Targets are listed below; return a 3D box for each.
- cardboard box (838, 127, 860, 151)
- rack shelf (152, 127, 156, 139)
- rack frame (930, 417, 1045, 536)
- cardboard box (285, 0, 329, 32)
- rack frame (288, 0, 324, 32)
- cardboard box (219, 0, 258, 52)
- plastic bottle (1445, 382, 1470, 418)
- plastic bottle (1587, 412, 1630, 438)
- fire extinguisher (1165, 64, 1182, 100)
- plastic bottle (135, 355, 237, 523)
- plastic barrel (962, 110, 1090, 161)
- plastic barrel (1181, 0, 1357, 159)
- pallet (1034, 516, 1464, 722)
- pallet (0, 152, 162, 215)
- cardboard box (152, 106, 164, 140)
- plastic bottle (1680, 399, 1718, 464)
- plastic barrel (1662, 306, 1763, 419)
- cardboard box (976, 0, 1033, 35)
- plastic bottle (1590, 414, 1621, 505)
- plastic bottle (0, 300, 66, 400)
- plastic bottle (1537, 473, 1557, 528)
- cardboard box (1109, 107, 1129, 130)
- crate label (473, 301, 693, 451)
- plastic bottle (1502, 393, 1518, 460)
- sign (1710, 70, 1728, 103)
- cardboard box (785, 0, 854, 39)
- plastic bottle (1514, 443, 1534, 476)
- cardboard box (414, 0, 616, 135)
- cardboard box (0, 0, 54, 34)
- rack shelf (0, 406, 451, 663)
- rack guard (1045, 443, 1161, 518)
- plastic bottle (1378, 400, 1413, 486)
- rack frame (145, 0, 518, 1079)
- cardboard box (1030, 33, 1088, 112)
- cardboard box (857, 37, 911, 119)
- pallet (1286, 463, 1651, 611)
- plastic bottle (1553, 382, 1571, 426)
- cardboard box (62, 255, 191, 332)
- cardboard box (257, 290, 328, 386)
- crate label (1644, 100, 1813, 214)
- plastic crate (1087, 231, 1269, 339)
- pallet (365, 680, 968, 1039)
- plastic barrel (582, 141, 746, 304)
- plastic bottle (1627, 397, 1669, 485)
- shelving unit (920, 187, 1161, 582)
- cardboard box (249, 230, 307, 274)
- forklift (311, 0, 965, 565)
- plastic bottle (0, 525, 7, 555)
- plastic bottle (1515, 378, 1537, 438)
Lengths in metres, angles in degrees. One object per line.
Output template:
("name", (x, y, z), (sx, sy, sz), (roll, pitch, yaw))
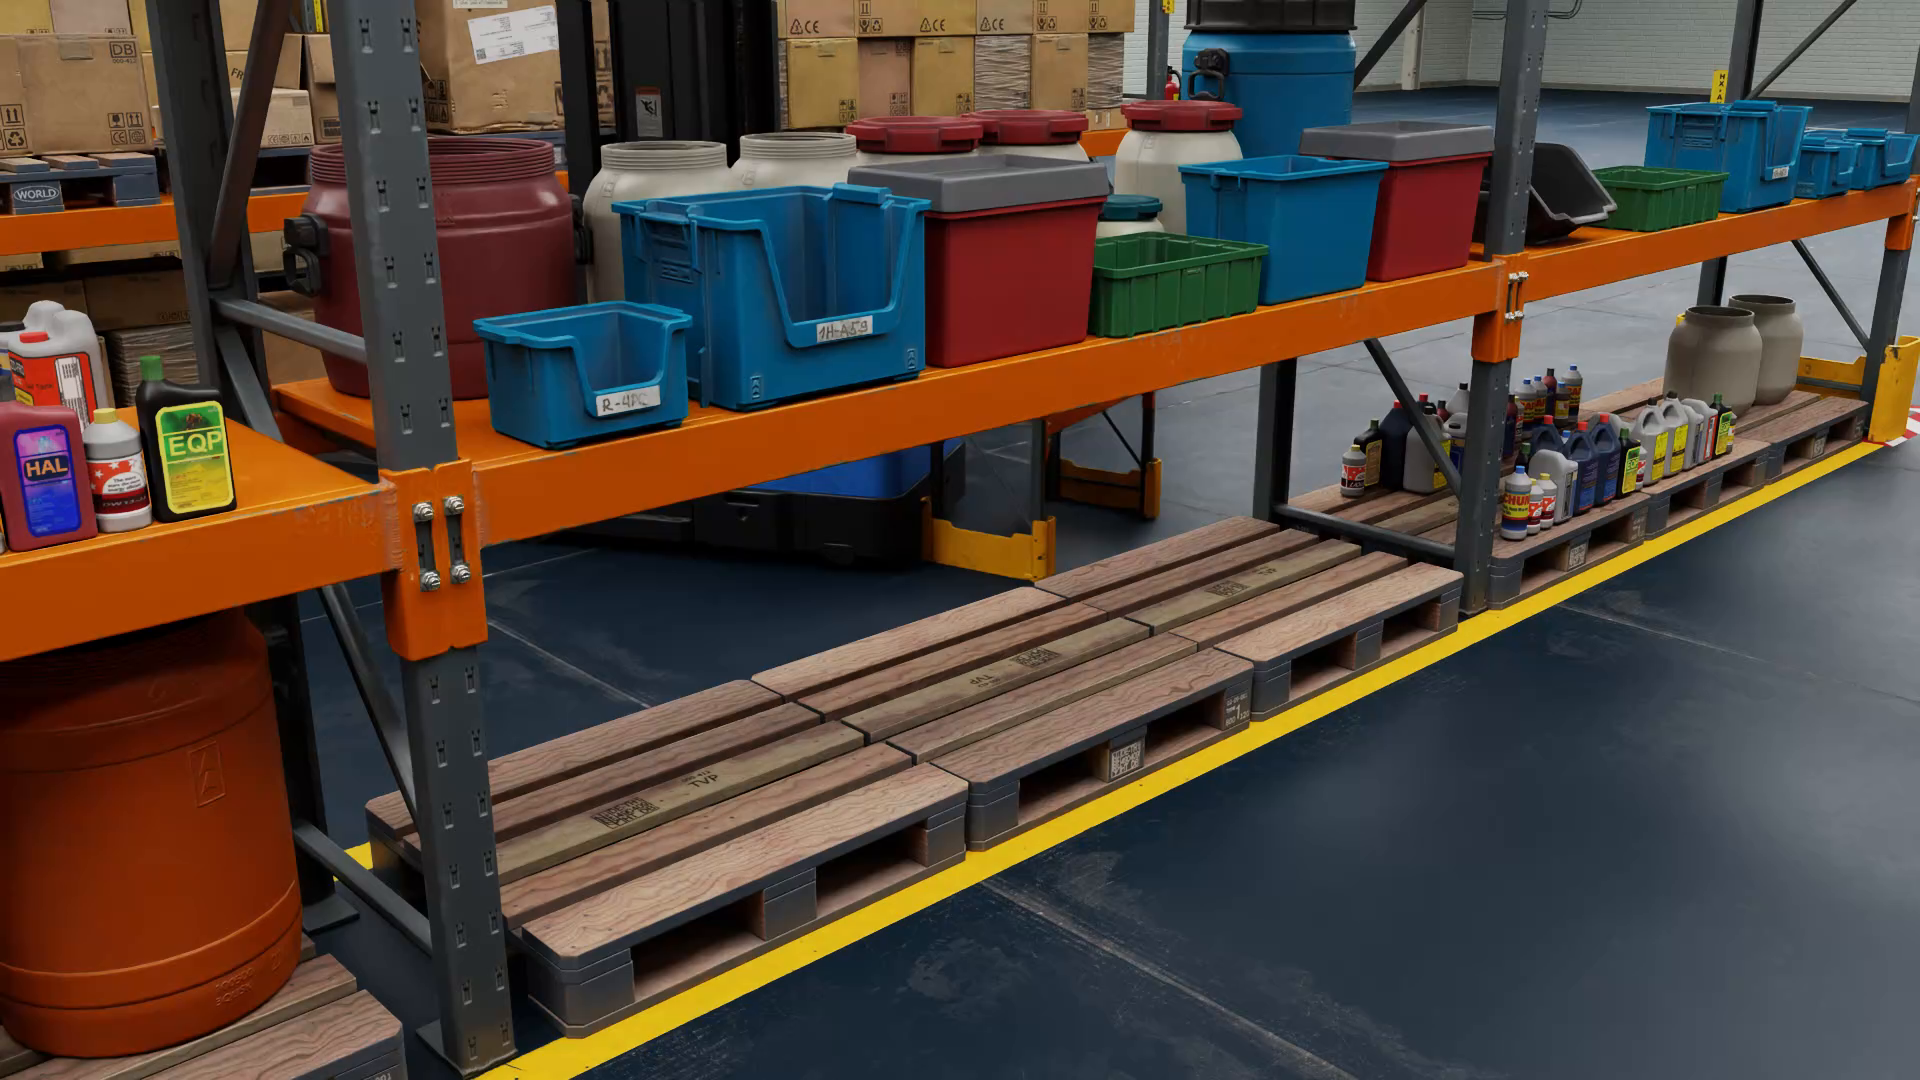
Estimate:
("cardboard box", (-0.732, -2.442, 10.060), (0.250, 0.149, 0.380), (-16, 24, -41))
("rack shelf", (-6.621, -2.742, 11.745), (4.000, 0.370, 1.077), (-16, 24, -41))
("rack frame", (0.104, -0.600, 6.403), (0.500, 1.500, 0.032), (10, 21, 29))
("cardboard box", (-4.876, -4.163, 12.968), (0.550, 0.550, 0.875), (-16, 24, -41))
("rack frame", (-5.167, -3.508, 12.941), (0.127, 3.000, 1.000), (-16, 24, -41))
("cardboard box", (-5.524, -3.925, 12.443), (0.500, 0.500, 0.700), (-17, 24, -42))
("plastic bottle", (2.214, -0.524, 7.320), (0.185, 0.351, 0.144), (-16, 24, -41))
("plastic bottle", (2.767, -0.415, 7.103), (0.135, 0.276, 0.152), (-16, 24, -41))
("fire extinguisher", (1.473, -3.107, 11.829), (0.183, 0.674, 0.296), (-16, 24, -41))
("plastic bottle", (-1.337, -0.181, 2.868), (0.133, 0.283, 0.061), (-16, 24, -41))
("plastic barrel", (0.191, -1.021, 5.049), (0.433, 0.535, 0.433), (0, 18, 0))
("plastic barrel", (1.081, -1.490, 5.903), (0.708, 0.901, 0.600), (-16, 24, -41))
("pallet", (1.026, 0.236, 5.913), (1.213, 0.211, 1.003), (-16, 24, -41))
("pallet", (-4.295, -1.611, 7.401), (1.003, 0.211, 1.213), (-16, 24, -41))
("cardboard box", (-3.713, -2.077, 8.065), (0.396, 0.266, 0.258), (17, 25, 42))
("plastic bottle", (3.241, -0.492, 7.340), (0.135, 0.276, 0.152), (-16, 24, -40))
("plastic barrel", (3.686, -0.866, 8.146), (0.421, 0.512, 0.421), (0, 18, 0))
("cardboard box", (0.119, -3.503, 10.659), (0.500, 0.500, 0.500), (-16, 24, -41))
("plastic bottle", (2.579, -0.332, 6.728), (0.144, 0.351, 0.185), (17, 24, 42))
("plastic bottle", (-1.873, -0.339, 3.369), (0.135, 0.276, 0.152), (-16, 24, -41))
("plastic bottle", (2.250, -0.156, 6.425), (0.097, 0.201, 0.097), (0, 18, 0))
("cardboard box", (1.008, -2.996, 11.770), (0.250, 0.149, 0.380), (-16, 24, -41))
("crate label", (-0.773, -0.343, 3.451), (0.416, 0.233, 0.303), (-16, 24, -41))
("plastic bottle", (2.408, -0.502, 7.361), (0.133, 0.283, 0.061), (-16, 24, -41))
("sign", (4.101, -2.369, 8.978), (0.005, 0.325, 0.100), (-16, 24, -41))
("cardboard box", (-0.969, -3.184, 9.677), (0.500, 0.500, 0.500), (-16, 24, -41))
("plastic bottle", (2.245, -0.250, 6.583), (0.133, 0.283, 0.061), (-16, 24, -41))
("cardboard box", (-2.507, -2.723, 8.867), (1.000, 1.000, 1.000), (-16, 24, -40))
("cardboard box", (-6.632, -3.602, 11.446), (0.500, 0.500, 0.700), (-17, 24, -41))
("rack shelf", (-2.790, 0.349, 2.213), (4.000, 0.370, 1.077), (-16, 24, -41))
("rack guard", (0.613, -0.270, 7.412), (0.587, 0.250, 0.087), (10, 21, 29))
("plastic bottle", (1.840, -0.415, 6.984), (0.185, 0.351, 0.144), (-17, 25, -42))
("rack frame", (-1.337, -0.417, 3.409), (0.127, 3.000, 1.000), (-16, 24, -41))
("cardboard box", (0.374, -3.168, 11.249), (0.500, 0.500, 0.875), (-16, 24, -41))
("cardboard box", (-0.782, -2.872, 10.335), (0.500, 0.500, 0.875), (-16, 24, -41))
("pallet", (2.086, -0.072, 6.863), (1.213, 0.211, 1.003), (-16, 24, -41))
("plastic bottle", (2.870, -0.655, 7.964), (0.097, 0.201, 0.097), (0, 18, 0))
("cardboard box", (-3.895, -1.168, 7.847), (0.500, 0.250, 0.500), (-13, 22, -35))
("cardboard box", (-3.465, -0.936, 8.348), (0.500, 0.500, 0.700), (-14, 23, -36))
("crate label", (3.325, -1.679, 7.242), (0.616, 0.435, 0.502), (-16, 24, -41))
("plastic crate", (0.498, -0.732, 4.722), (0.662, 0.188, 0.450), (-16, 24, -41))
("pallet", (-0.747, 0.754, 4.318), (1.213, 0.211, 1.003), (-16, 24, -41))
("plastic barrel", (-0.736, -0.737, 4.211), (0.421, 0.512, 0.421), (0, 18, 0))
("plastic bottle", (2.887, -0.422, 7.006), (0.185, 0.351, 0.144), (-17, 24, -41))
("shelving unit", (0.359, -0.732, 6.811), (0.587, 1.500, 1.083), (10, 21, 29))
("cardboard box", (-5.557, -2.486, 12.755), (0.750, 0.750, 1.050), (-16, 24, -41))
("forklift", (-1.552, -1.532, 6.957), (3.031, 2.935, 1.130), (5, 19, 15))
("plastic bottle", (-1.601, -0.072, 2.667), (0.097, 0.201, 0.097), (0, 18, 0))
("plastic bottle", (2.623, -0.616, 7.731), (0.097, 0.271, 0.097), (0, 18, 0))
